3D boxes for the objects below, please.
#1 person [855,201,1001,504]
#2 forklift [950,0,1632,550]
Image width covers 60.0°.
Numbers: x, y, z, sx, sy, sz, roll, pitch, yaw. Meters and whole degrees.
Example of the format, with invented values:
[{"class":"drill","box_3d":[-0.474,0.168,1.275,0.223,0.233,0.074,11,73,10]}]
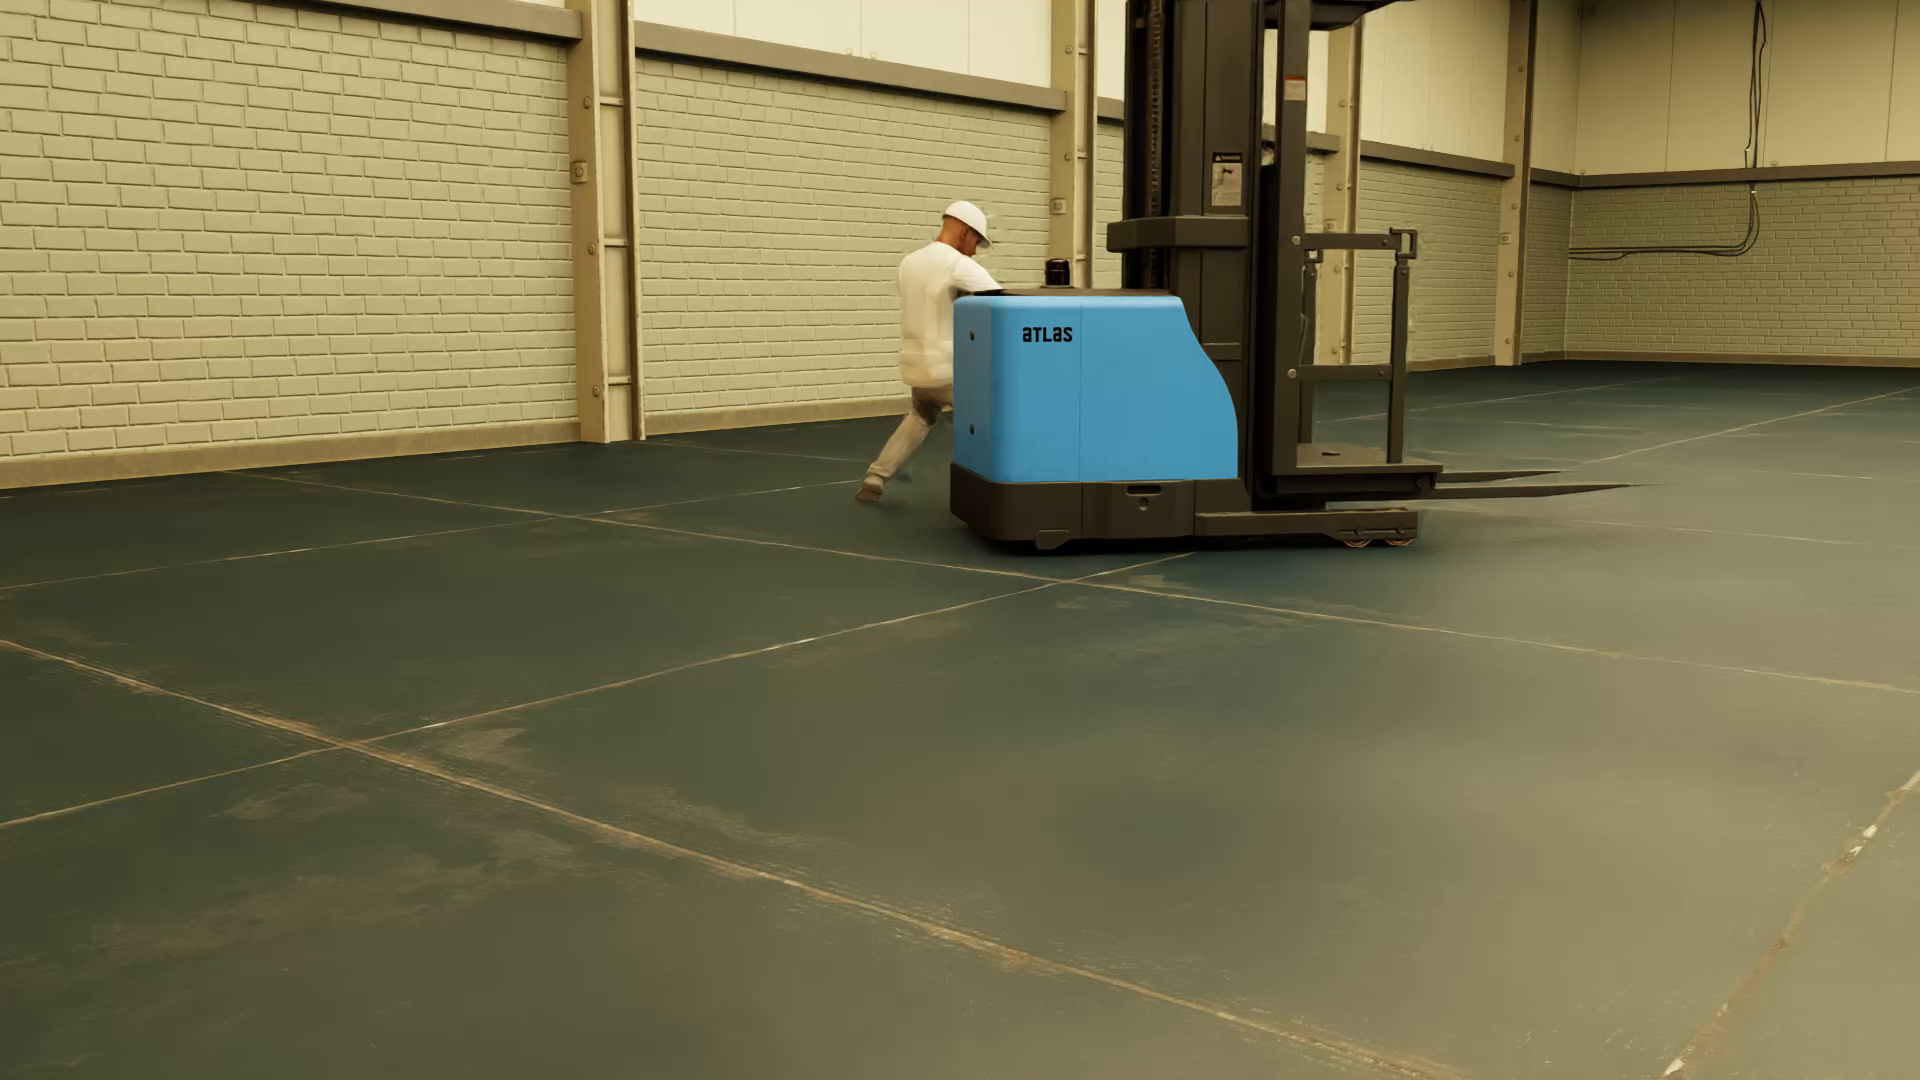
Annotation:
[{"class":"person","box_3d":[0.042,-0.900,8.327,0.733,1.560,1.245,-6,10,-36]},{"class":"forklift","box_3d":[1.523,-1.488,7.453,3.031,2.935,1.130,-2,8,-11]}]
